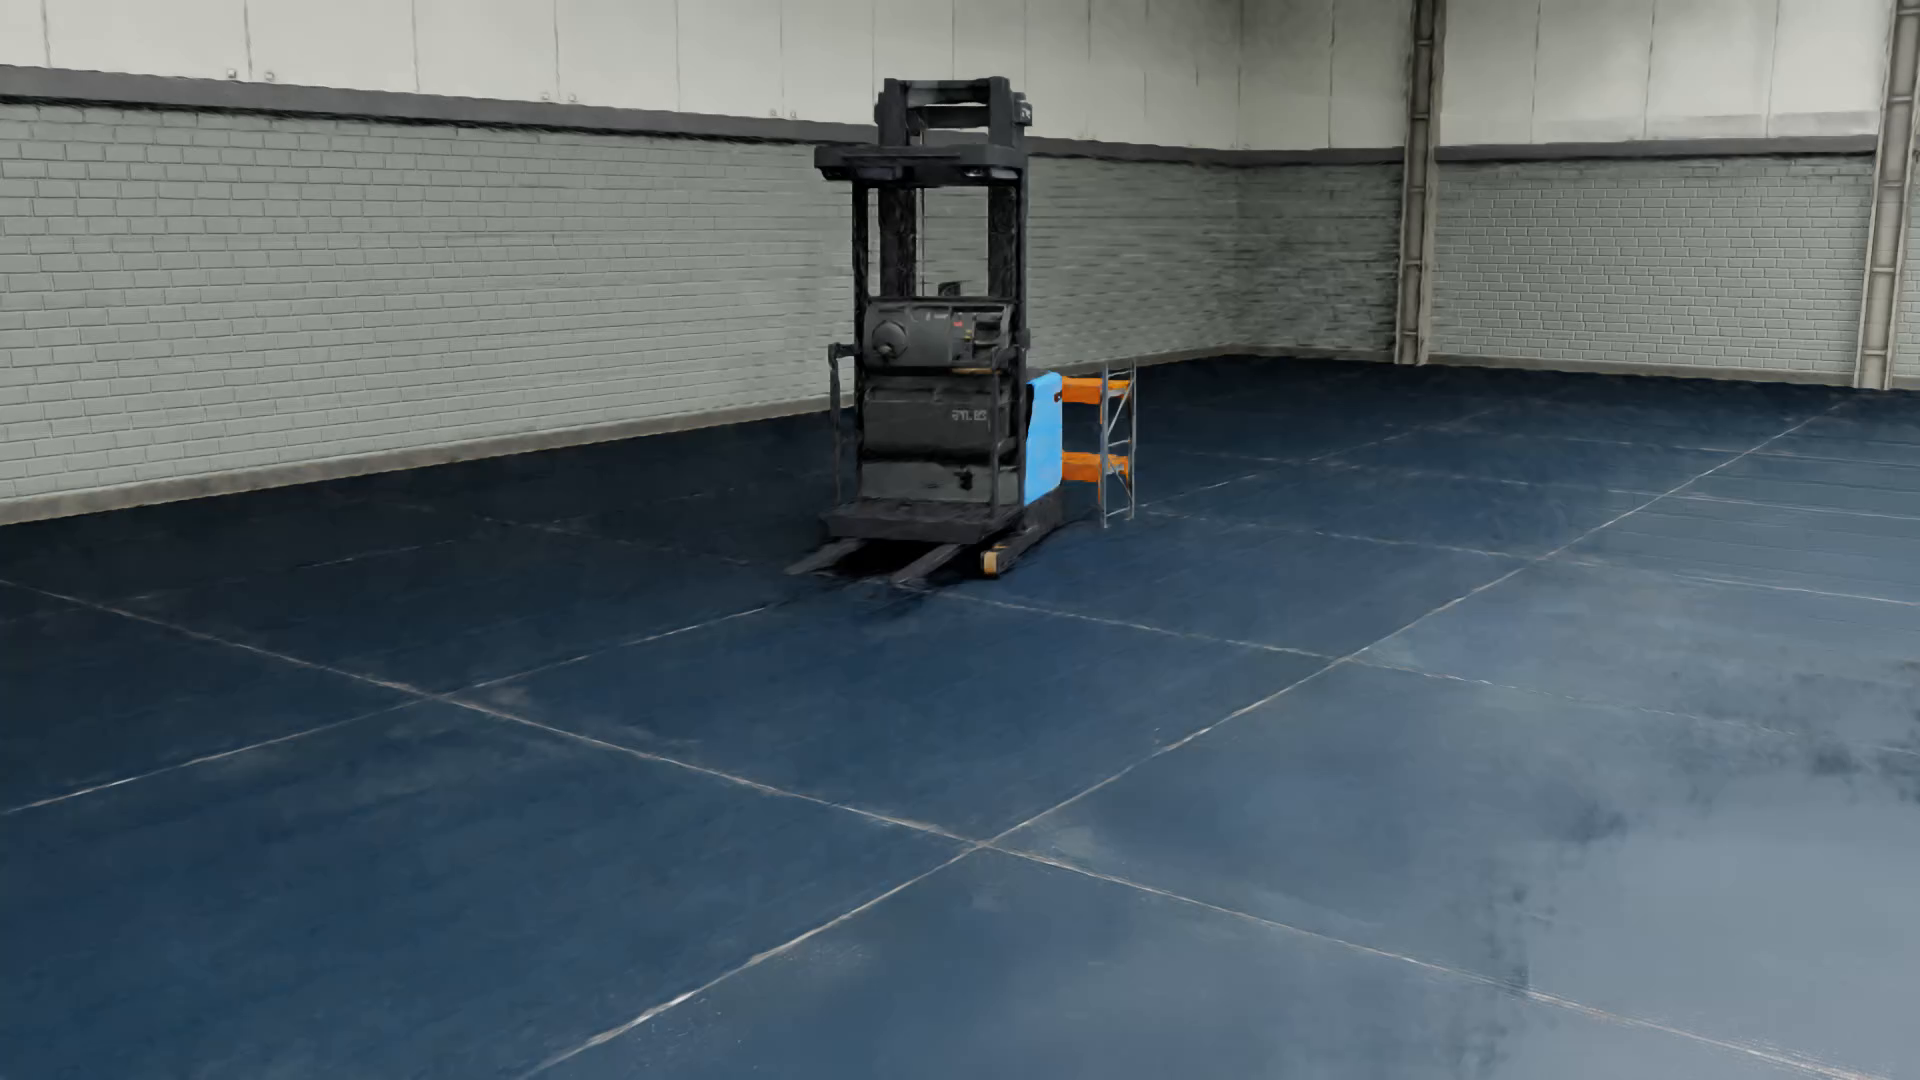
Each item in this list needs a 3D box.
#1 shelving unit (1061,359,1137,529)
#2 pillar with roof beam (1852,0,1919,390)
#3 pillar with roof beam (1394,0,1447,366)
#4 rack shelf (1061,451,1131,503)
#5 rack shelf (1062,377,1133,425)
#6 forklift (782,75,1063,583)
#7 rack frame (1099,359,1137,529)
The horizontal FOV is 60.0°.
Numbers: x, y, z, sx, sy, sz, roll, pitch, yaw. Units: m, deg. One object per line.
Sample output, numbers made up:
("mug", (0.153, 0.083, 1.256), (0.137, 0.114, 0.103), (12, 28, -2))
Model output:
("shelving unit", (0.662, -0.721, 11.793), (1.048, 1.125, 0.538), (6, 13, 30))
("pillar with roof beam", (8.884, -5.658, 16.583), (0.400, 9.000, 9.100), (8, 13, 36))
("pillar with roof beam", (4.048, -6.332, 20.069), (0.400, 9.000, 9.100), (8, 13, 36))
("rack shelf", (0.662, -0.481, 11.839), (1.000, 0.278, 0.538), (6, 13, 30))
("rack shelf", (0.662, -1.008, 11.737), (1.000, 0.278, 0.538), (6, 13, 30))
("forklift", (-0.201, -1.294, 10.001), (1.130, 2.935, 3.031), (3, 11, 16))
("rack frame", (1.100, -0.672, 11.539), (0.032, 1.125, 0.500), (6, 13, 30))
